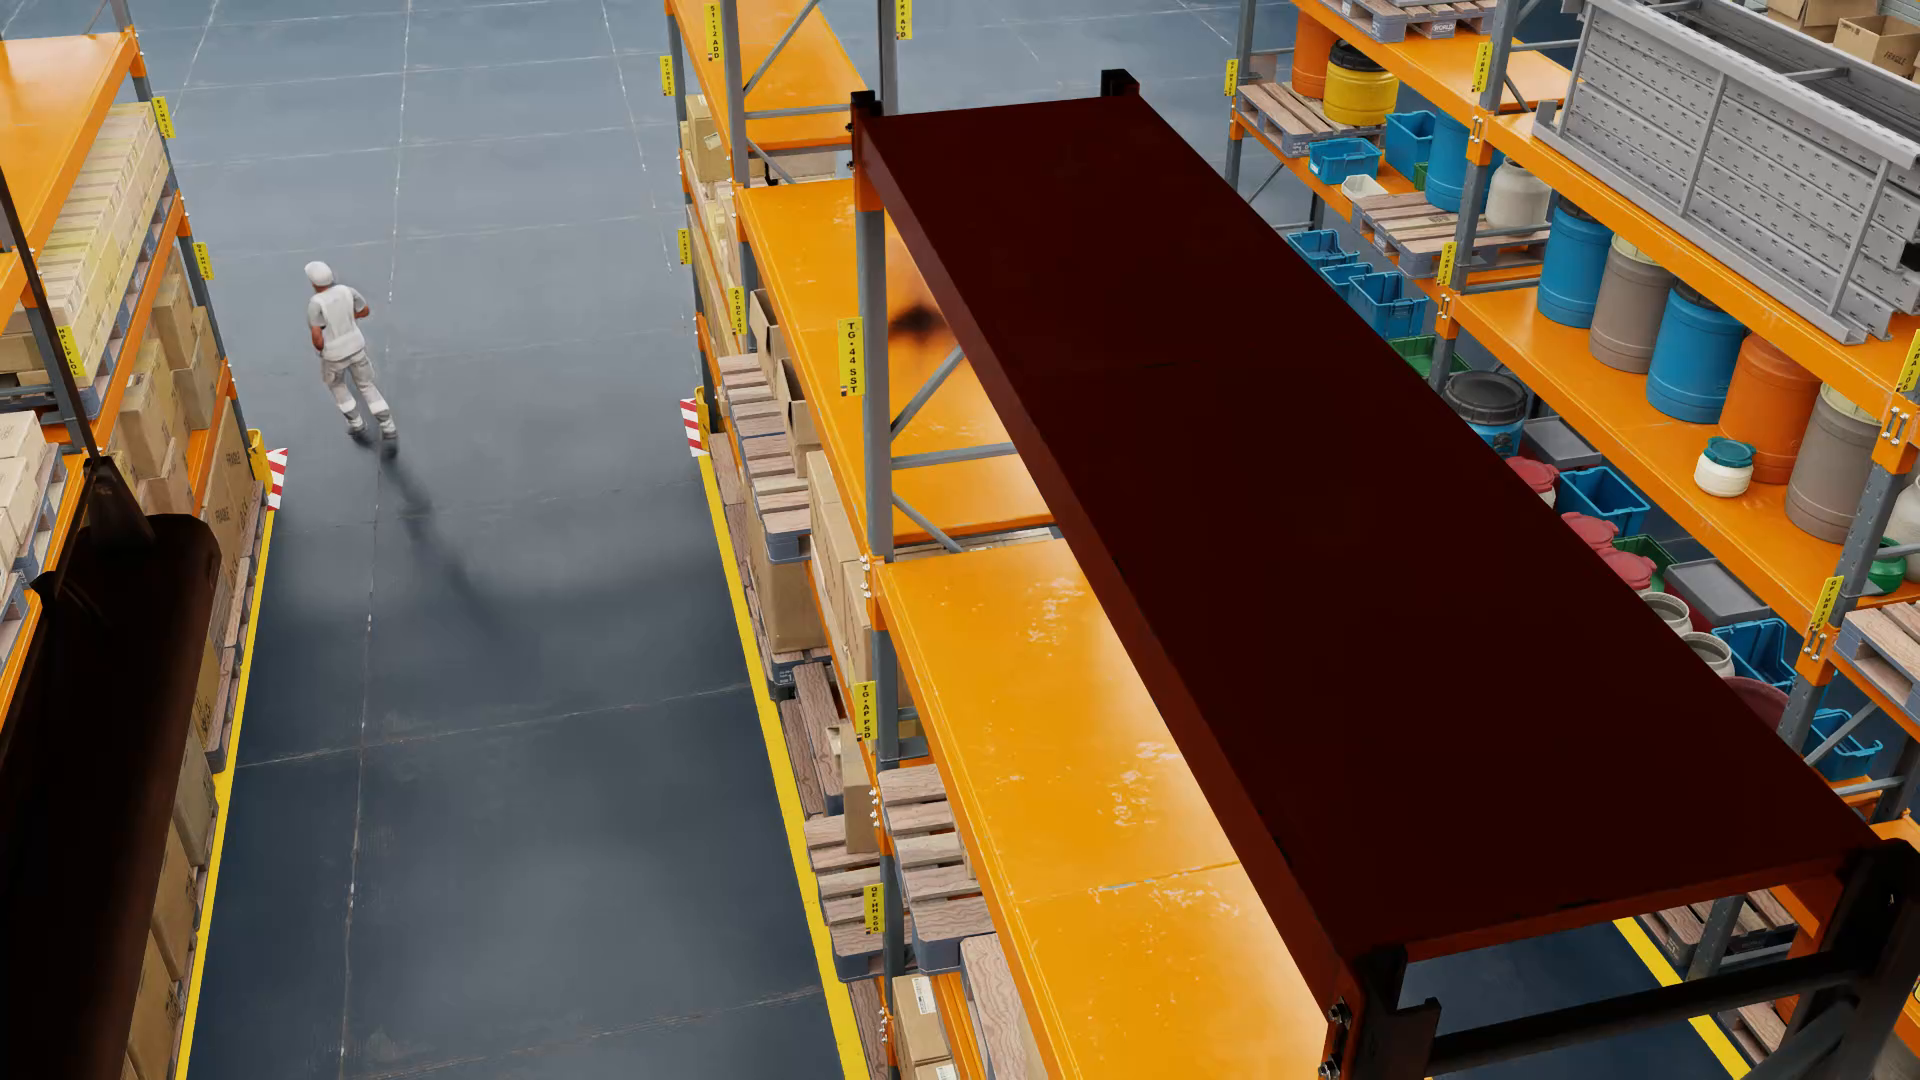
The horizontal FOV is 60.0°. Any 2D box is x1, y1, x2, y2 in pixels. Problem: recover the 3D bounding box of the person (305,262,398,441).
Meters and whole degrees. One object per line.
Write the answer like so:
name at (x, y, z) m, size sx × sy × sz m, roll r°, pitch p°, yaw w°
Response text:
person at (-5.504, -1.632, 14.912) m, size 0.738 × 1.854 × 0.667 m, roll 27°, pitch 43°, yaw 34°
